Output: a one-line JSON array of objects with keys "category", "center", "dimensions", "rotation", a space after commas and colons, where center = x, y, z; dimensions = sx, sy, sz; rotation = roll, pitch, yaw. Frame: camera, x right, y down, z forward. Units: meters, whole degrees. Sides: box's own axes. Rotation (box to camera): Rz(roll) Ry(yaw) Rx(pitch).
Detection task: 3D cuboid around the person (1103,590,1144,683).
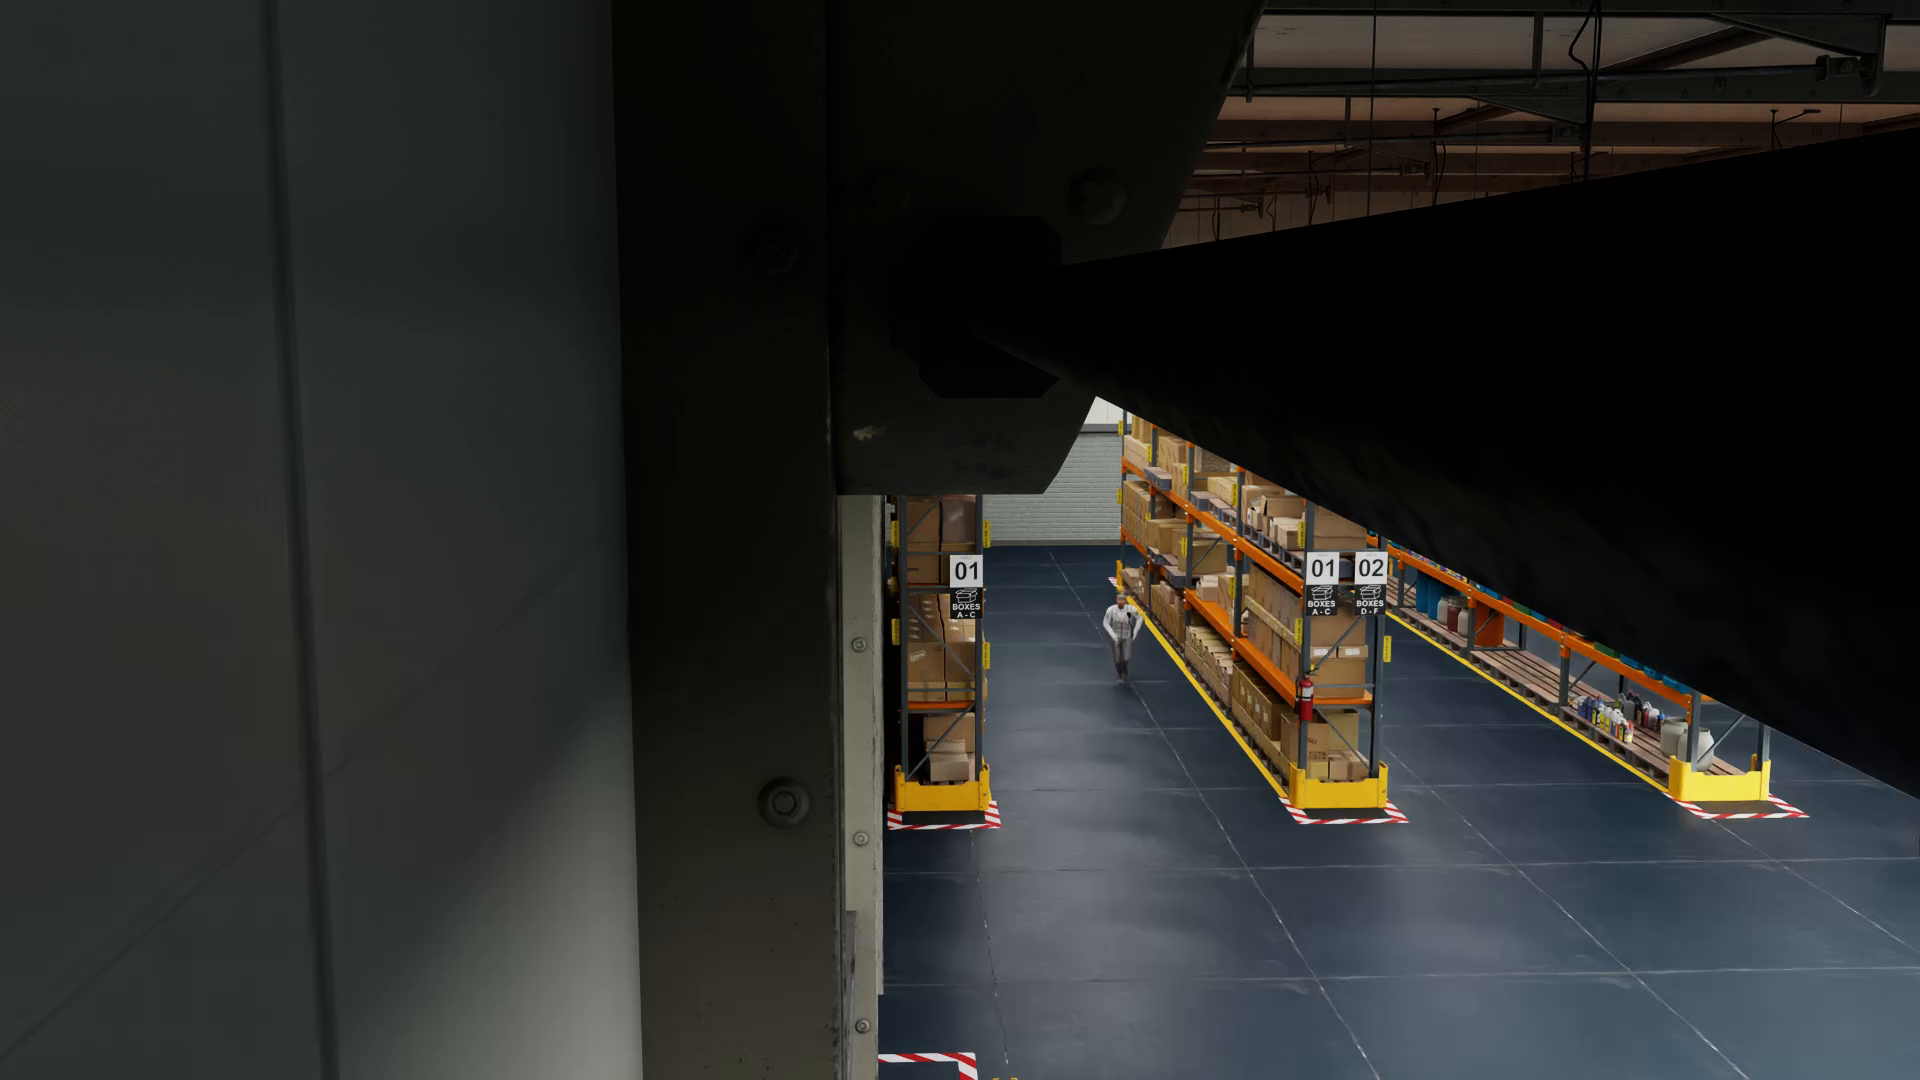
[{"category": "person", "center": [2.651, 1.573, 27.009], "dimensions": [0.652, 1.603, 0.698], "rotation": [1, 8, 7]}]
